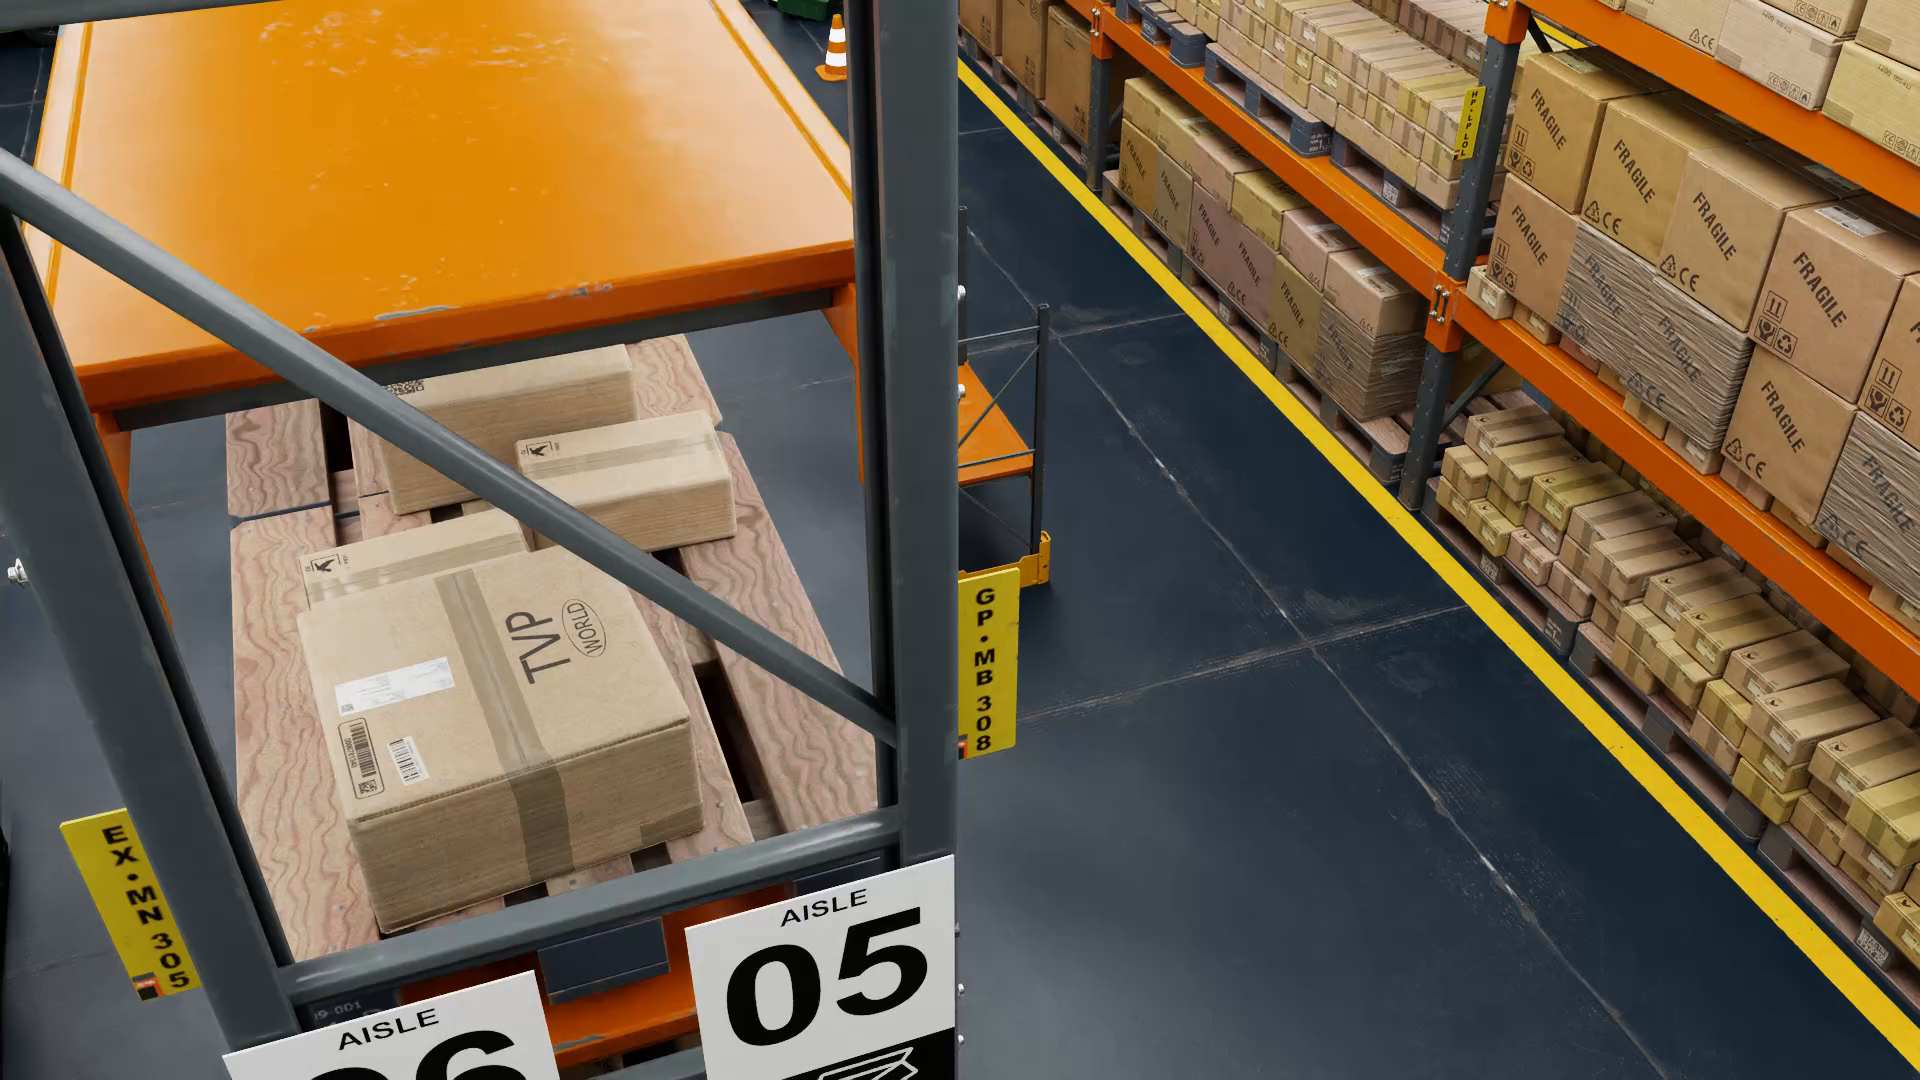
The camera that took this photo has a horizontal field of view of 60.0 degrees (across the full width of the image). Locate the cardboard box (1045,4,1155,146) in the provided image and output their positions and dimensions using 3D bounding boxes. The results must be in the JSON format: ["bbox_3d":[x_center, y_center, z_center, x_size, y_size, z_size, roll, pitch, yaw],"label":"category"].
[{"bbox_3d":[1.244,-3.365,11.806,1.050,0.750,0.750,-13,39,-17],"label":"cardboard box"}]

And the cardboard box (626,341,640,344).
[{"bbox_3d":[-1.044,-0.748,3.802,0.500,0.500,0.500,-12,39,-15],"label":"cardboard box"}]

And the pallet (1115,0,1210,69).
[{"bbox_3d":[1.714,-3.276,10.326,1.213,0.211,1.003,-12,39,-16],"label":"pallet"}]

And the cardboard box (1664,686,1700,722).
[{"bbox_3d":[3.216,0.627,7.006,0.380,0.149,0.250,-11,38,-15],"label":"cardboard box"}]

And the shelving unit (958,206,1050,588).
[{"bbox_3d":[-0.026,-0.642,7.916,0.587,1.500,1.083,-12,39,-16],"label":"shelving unit"}]

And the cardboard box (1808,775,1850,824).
[{"bbox_3d":[3.496,0.933,6.352,0.380,0.149,0.250,-13,39,-16],"label":"cardboard box"}]

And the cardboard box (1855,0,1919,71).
[{"bbox_3d":[3.211,-1.626,5.191,0.500,0.250,0.500,-14,39,-18],"label":"cardboard box"}]

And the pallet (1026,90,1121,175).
[{"bbox_3d":[1.168,-3.081,12.225,1.003,0.211,1.213,-12,39,-16],"label":"pallet"}]

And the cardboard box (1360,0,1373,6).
[{"bbox_3d":[2.411,-3.126,9.332,0.380,0.149,0.250,-11,38,-14],"label":"cardboard box"}]

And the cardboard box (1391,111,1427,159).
[{"bbox_3d":[2.331,-1.992,8.075,0.380,0.149,0.250,-12,39,-16],"label":"cardboard box"}]

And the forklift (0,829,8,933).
[{"bbox_3d":[-4.167,0.403,5.340,1.130,2.935,3.031,-14,39,-18],"label":"forklift"}]

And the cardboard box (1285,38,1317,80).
[{"bbox_3d":[1.966,-2.588,8.865,0.380,0.149,0.250,-12,39,-16],"label":"cardboard box"}]

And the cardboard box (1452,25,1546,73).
[{"bbox_3d":[2.771,-2.540,8.554,0.380,0.149,0.250,-13,39,-17],"label":"cardboard box"}]

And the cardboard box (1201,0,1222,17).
[{"bbox_3d":[1.624,-3.160,9.625,0.380,0.149,0.250,-12,39,-16],"label":"cardboard box"}]

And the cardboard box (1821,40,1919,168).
[{"bbox_3d":[3.175,-1.420,5.335,0.500,0.250,0.500,-11,38,-14],"label":"cardboard box"}]

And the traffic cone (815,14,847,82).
[{"bbox_3d":[-0.964,-3.910,13.116,0.336,0.463,0.334,-12,39,-16],"label":"traffic cone"}]

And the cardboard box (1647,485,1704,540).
[{"bbox_3d":[3.346,-0.155,7.549,0.380,0.149,0.250,-11,38,-14],"label":"cardboard box"}]

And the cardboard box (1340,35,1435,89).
[{"bbox_3d":[2.153,-2.411,8.384,0.380,0.149,0.250,-13,39,-16],"label":"cardboard box"}]

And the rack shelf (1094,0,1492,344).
[{"bbox_3d":[2.057,-2.316,9.490,1.077,0.370,4.000,-12,39,-16],"label":"rack shelf"}]

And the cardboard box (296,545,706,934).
[{"bbox_3d":[-0.730,0.286,2.637,0.500,0.250,0.500,-16,40,-20],"label":"cardboard box"}]

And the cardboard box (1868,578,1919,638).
[{"bbox_3d":[3.421,0.179,5.788,0.380,0.149,0.250,-14,39,-18],"label":"cardboard box"}]

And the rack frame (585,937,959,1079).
[{"bbox_3d":[-0.491,1.868,3.338,1.000,3.000,0.127,-12,39,-16],"label":"rack frame"}]

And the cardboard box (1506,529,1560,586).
[{"bbox_3d":[2.795,0.049,7.772,0.380,0.149,0.250,-13,39,-16],"label":"cardboard box"}]

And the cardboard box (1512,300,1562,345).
[{"bbox_3d":[2.694,-1.015,7.374,0.380,0.149,0.250,-11,38,-15],"label":"cardboard box"}]

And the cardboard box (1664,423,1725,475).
[{"bbox_3d":[3.034,-0.412,6.573,0.380,0.149,0.250,-11,38,-14],"label":"cardboard box"}]

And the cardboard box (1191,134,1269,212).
[{"bbox_3d":[1.712,-2.194,9.835,0.500,0.250,0.500,-12,39,-16],"label":"cardboard box"}]

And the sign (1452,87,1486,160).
[{"bbox_3d":[2.226,-1.819,7.270,0.100,0.325,0.005,-12,39,-16],"label":"sign"}]

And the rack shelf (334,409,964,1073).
[{"bbox_3d":[-1.179,-0.173,4.151,1.077,0.370,4.000,-12,39,-16],"label":"rack shelf"}]

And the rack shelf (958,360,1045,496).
[{"bbox_3d":[-0.029,-0.504,8.031,0.538,0.185,1.000,-12,39,-16],"label":"rack shelf"}]

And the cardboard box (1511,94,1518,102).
[{"bbox_3d":[2.951,-2.124,8.249,0.380,0.149,0.250,-13,39,-17],"label":"cardboard box"}]

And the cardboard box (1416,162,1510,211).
[{"bbox_3d":[2.423,-1.724,7.966,0.380,0.149,0.250,-13,39,-17],"label":"cardboard box"}]

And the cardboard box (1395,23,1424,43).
[{"bbox_3d":[2.586,-2.718,9.038,0.380,0.149,0.250,-13,39,-17],"label":"cardboard box"}]

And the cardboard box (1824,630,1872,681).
[{"bbox_3d":[3.789,0.414,6.794,0.380,0.149,0.250,-12,39,-15],"label":"cardboard box"}]

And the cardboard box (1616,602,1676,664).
[{"bbox_3d":[3.049,0.373,7.095,0.380,0.149,0.250,-13,39,-16],"label":"cardboard box"}]

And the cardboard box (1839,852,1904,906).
[{"bbox_3d":[3.551,1.211,6.230,0.380,0.149,0.250,-13,39,-16],"label":"cardboard box"}]

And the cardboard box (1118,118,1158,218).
[{"bbox_3d":[1.373,-2.450,10.799,0.500,0.500,0.500,-14,39,-18],"label":"cardboard box"}]

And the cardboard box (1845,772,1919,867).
[{"bbox_3d":[3.461,0.999,6.017,0.380,0.149,0.250,-13,39,-17],"label":"cardboard box"}]

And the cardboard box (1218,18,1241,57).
[{"bbox_3d":[1.707,-2.900,9.527,0.380,0.149,0.250,-11,38,-14],"label":"cardboard box"}]

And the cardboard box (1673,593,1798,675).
[{"bbox_3d":[3.183,0.385,6.832,0.380,0.149,0.250,-12,39,-16],"label":"cardboard box"}]

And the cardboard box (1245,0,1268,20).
[{"bbox_3d":[1.800,-2.995,9.159,0.380,0.149,0.250,-11,38,-15],"label":"cardboard box"}]

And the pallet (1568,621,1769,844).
[{"bbox_3d":[3.433,0.702,7.202,1.003,0.211,1.213,-12,39,-16],"label":"pallet"}]

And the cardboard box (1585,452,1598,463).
[{"bbox_3d":[3.257,-0.359,8.067,0.380,0.149,0.250,-14,39,-18],"label":"cardboard box"}]

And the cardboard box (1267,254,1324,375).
[{"bbox_3d":[2.078,-1.299,9.270,0.500,0.500,0.500,-13,39,-17],"label":"cardboard box"}]

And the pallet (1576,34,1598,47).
[{"bbox_3d":[5.793,-4.031,13.487,1.003,0.211,1.213,-12,39,-16],"label":"pallet"}]

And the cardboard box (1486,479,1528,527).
[{"bbox_3d":[2.741,-0.226,7.891,0.380,0.149,0.250,-12,39,-16],"label":"cardboard box"}]

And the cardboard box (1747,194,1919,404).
[{"bbox_3d":[3.184,-0.856,5.792,0.500,0.500,0.500,-14,39,-18],"label":"cardboard box"}]

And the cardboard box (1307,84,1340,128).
[{"bbox_3d":[2.062,-2.310,8.744,0.380,0.149,0.250,-14,39,-18],"label":"cardboard box"}]

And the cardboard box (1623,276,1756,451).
[{"bbox_3d":[2.996,-0.731,6.457,0.500,0.500,0.500,-13,39,-17],"label":"cardboard box"}]

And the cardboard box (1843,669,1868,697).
[{"bbox_3d":[3.675,0.560,6.847,0.380,0.149,0.250,-11,38,-14],"label":"cardboard box"}]

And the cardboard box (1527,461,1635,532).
[{"bbox_3d":[2.842,-0.202,7.612,0.380,0.149,0.250,-13,39,-17],"label":"cardboard box"}]
